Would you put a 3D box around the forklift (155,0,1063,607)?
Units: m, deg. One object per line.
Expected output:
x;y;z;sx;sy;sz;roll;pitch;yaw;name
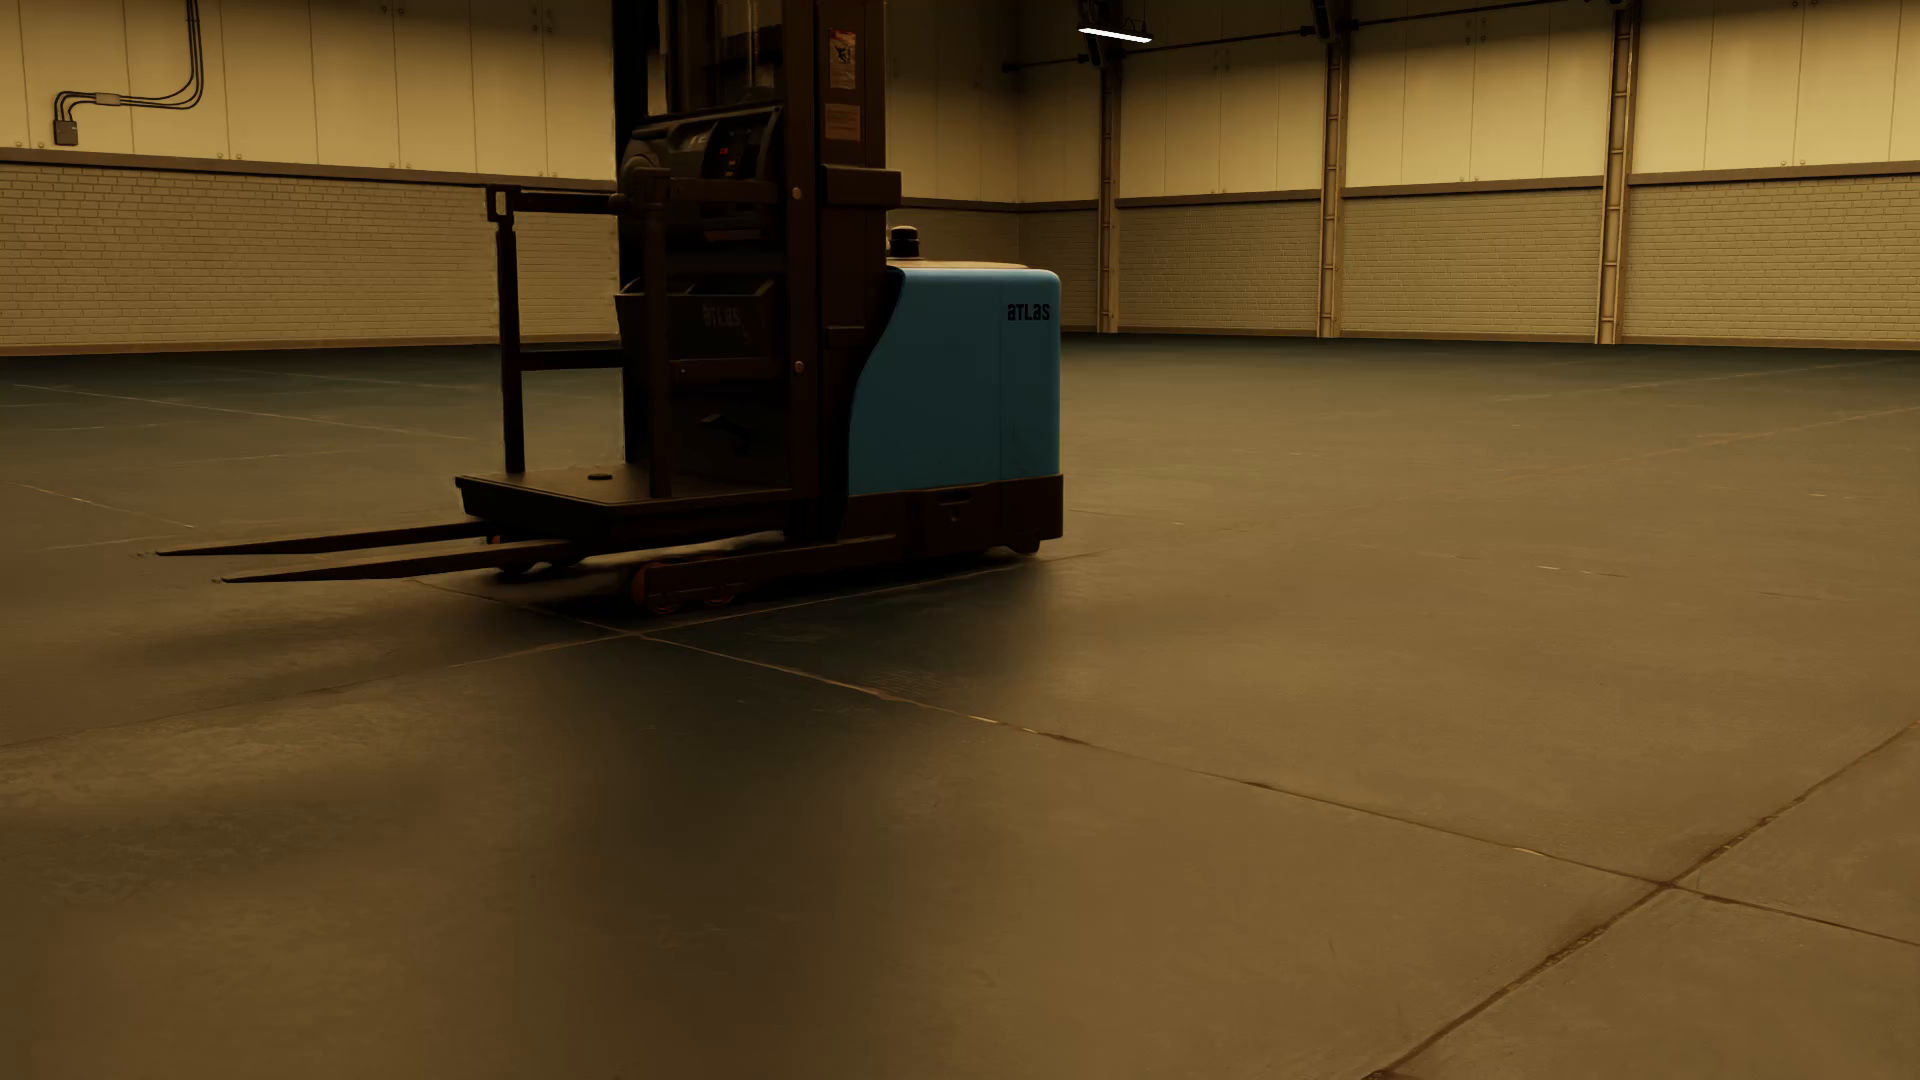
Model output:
-1.053;-1.304;5.533;3.031;2.935;1.130;-7;11;-40;forklift

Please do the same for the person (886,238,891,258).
-0.735;-0.889;7.271;1.004;1.626;0.787;-8;12;-44;person
